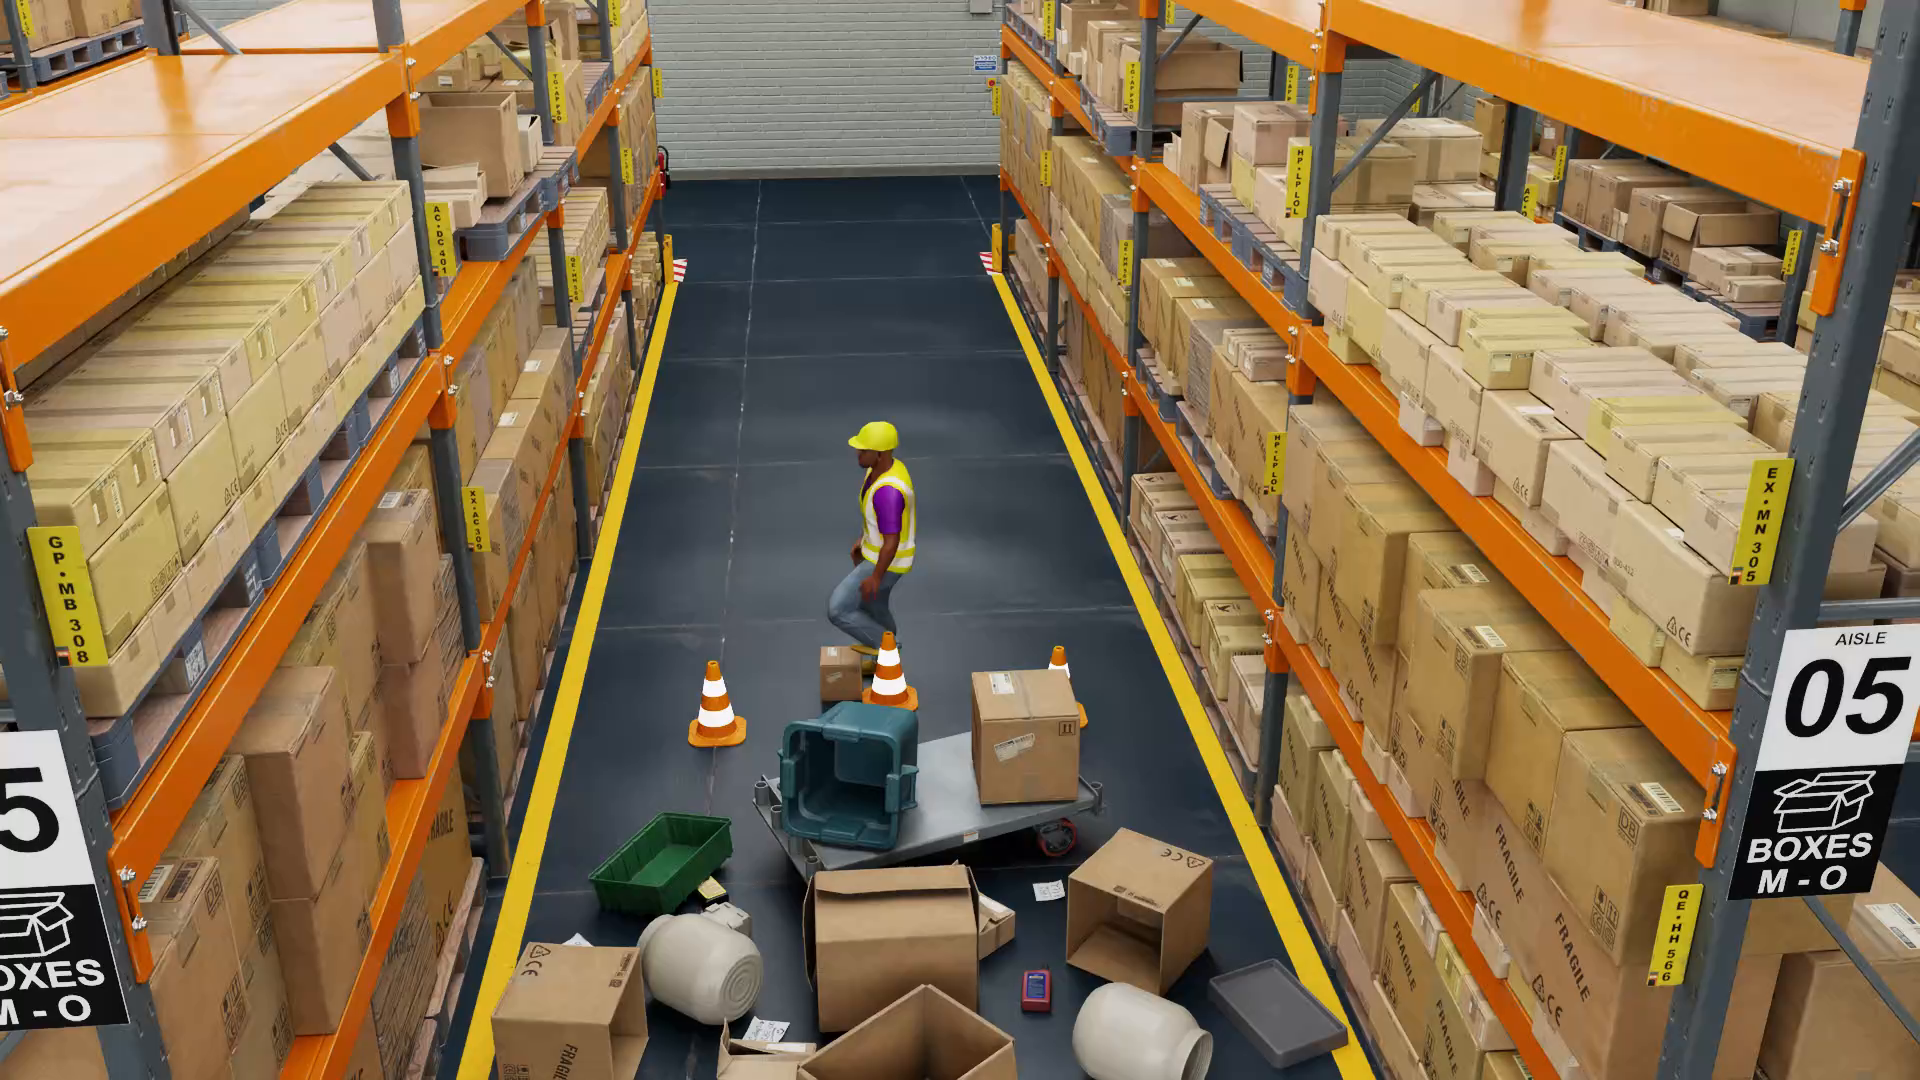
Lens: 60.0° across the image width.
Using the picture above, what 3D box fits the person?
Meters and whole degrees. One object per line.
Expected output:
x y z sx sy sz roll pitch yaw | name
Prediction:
-0.542 0.121 10.020 0.554 1.764 0.636 -3 24 -8 | person
